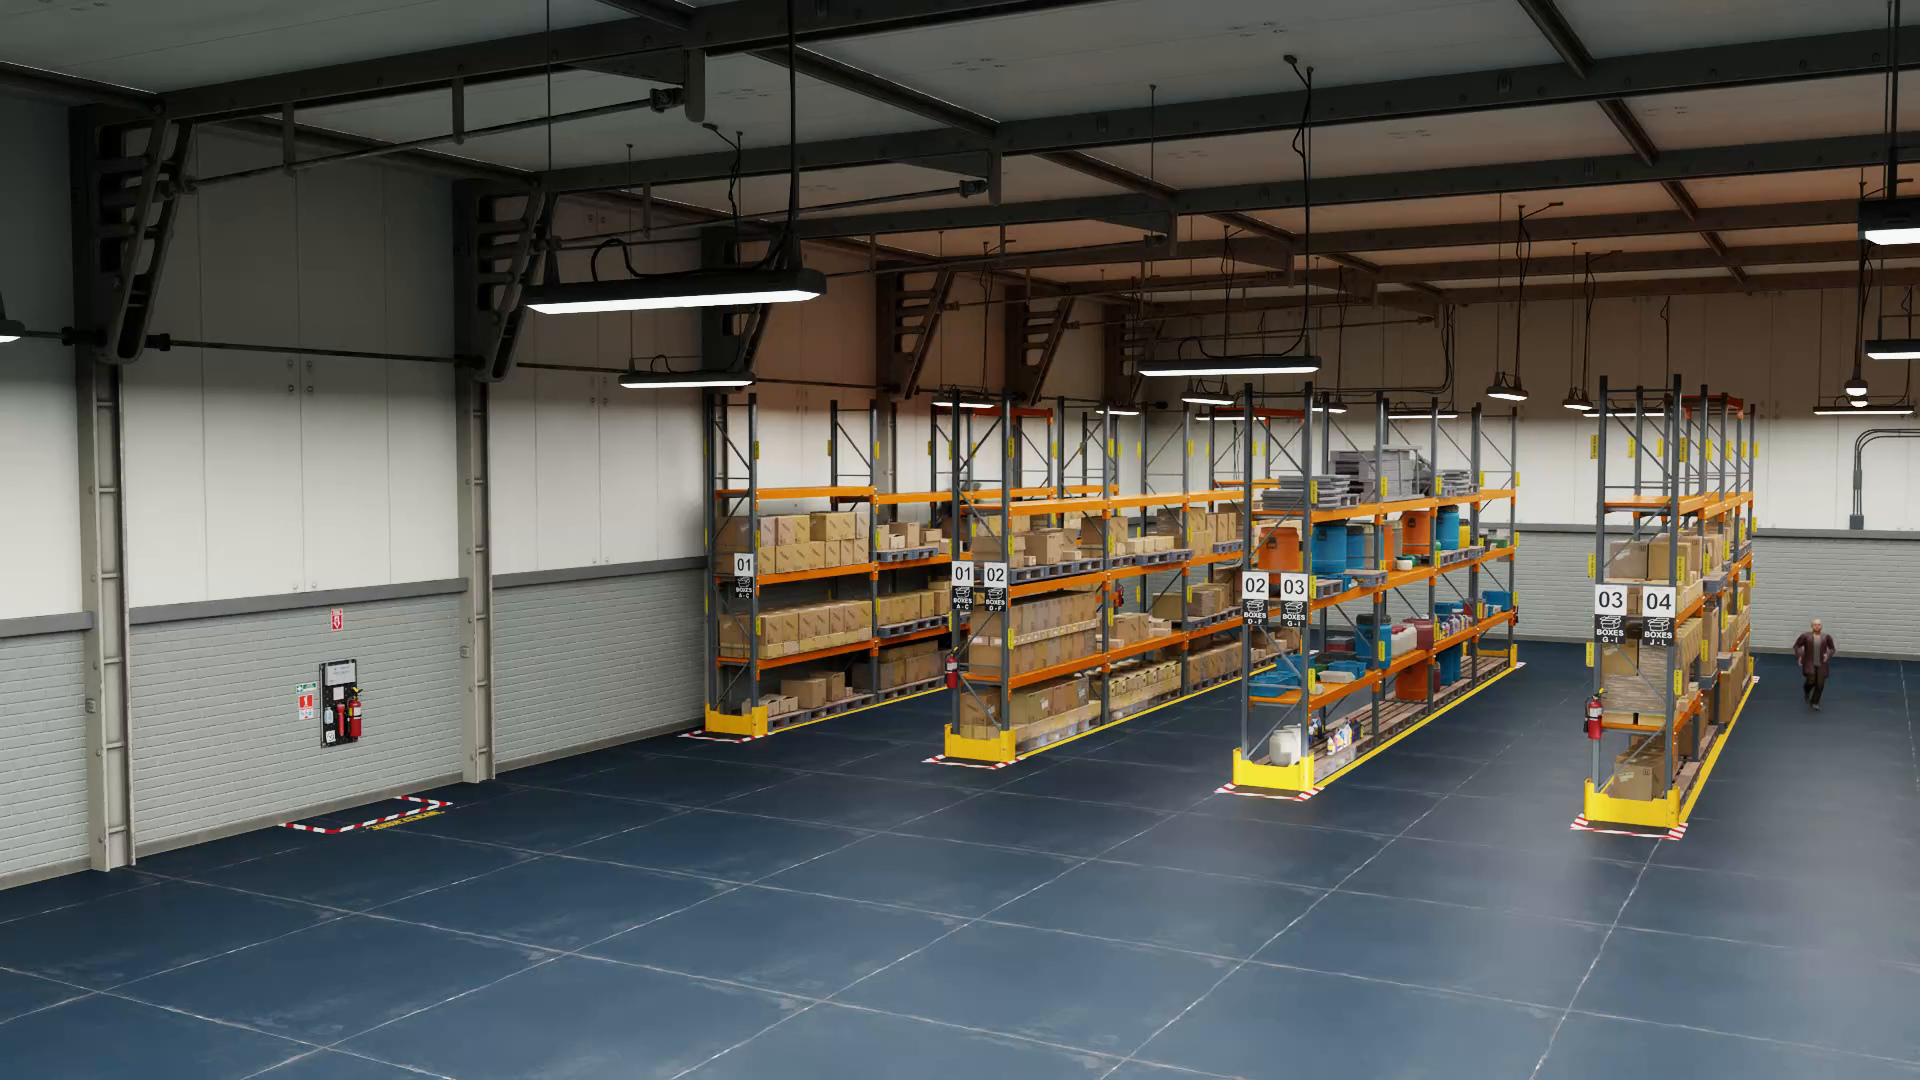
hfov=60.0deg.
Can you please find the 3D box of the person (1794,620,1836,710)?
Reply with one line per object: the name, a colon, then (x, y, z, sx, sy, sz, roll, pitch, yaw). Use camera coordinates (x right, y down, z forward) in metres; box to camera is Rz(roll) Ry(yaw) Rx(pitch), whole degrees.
person: (16.511, 2.404, 32.100, 0.708, 1.732, 0.633, 1, 3, 18)
